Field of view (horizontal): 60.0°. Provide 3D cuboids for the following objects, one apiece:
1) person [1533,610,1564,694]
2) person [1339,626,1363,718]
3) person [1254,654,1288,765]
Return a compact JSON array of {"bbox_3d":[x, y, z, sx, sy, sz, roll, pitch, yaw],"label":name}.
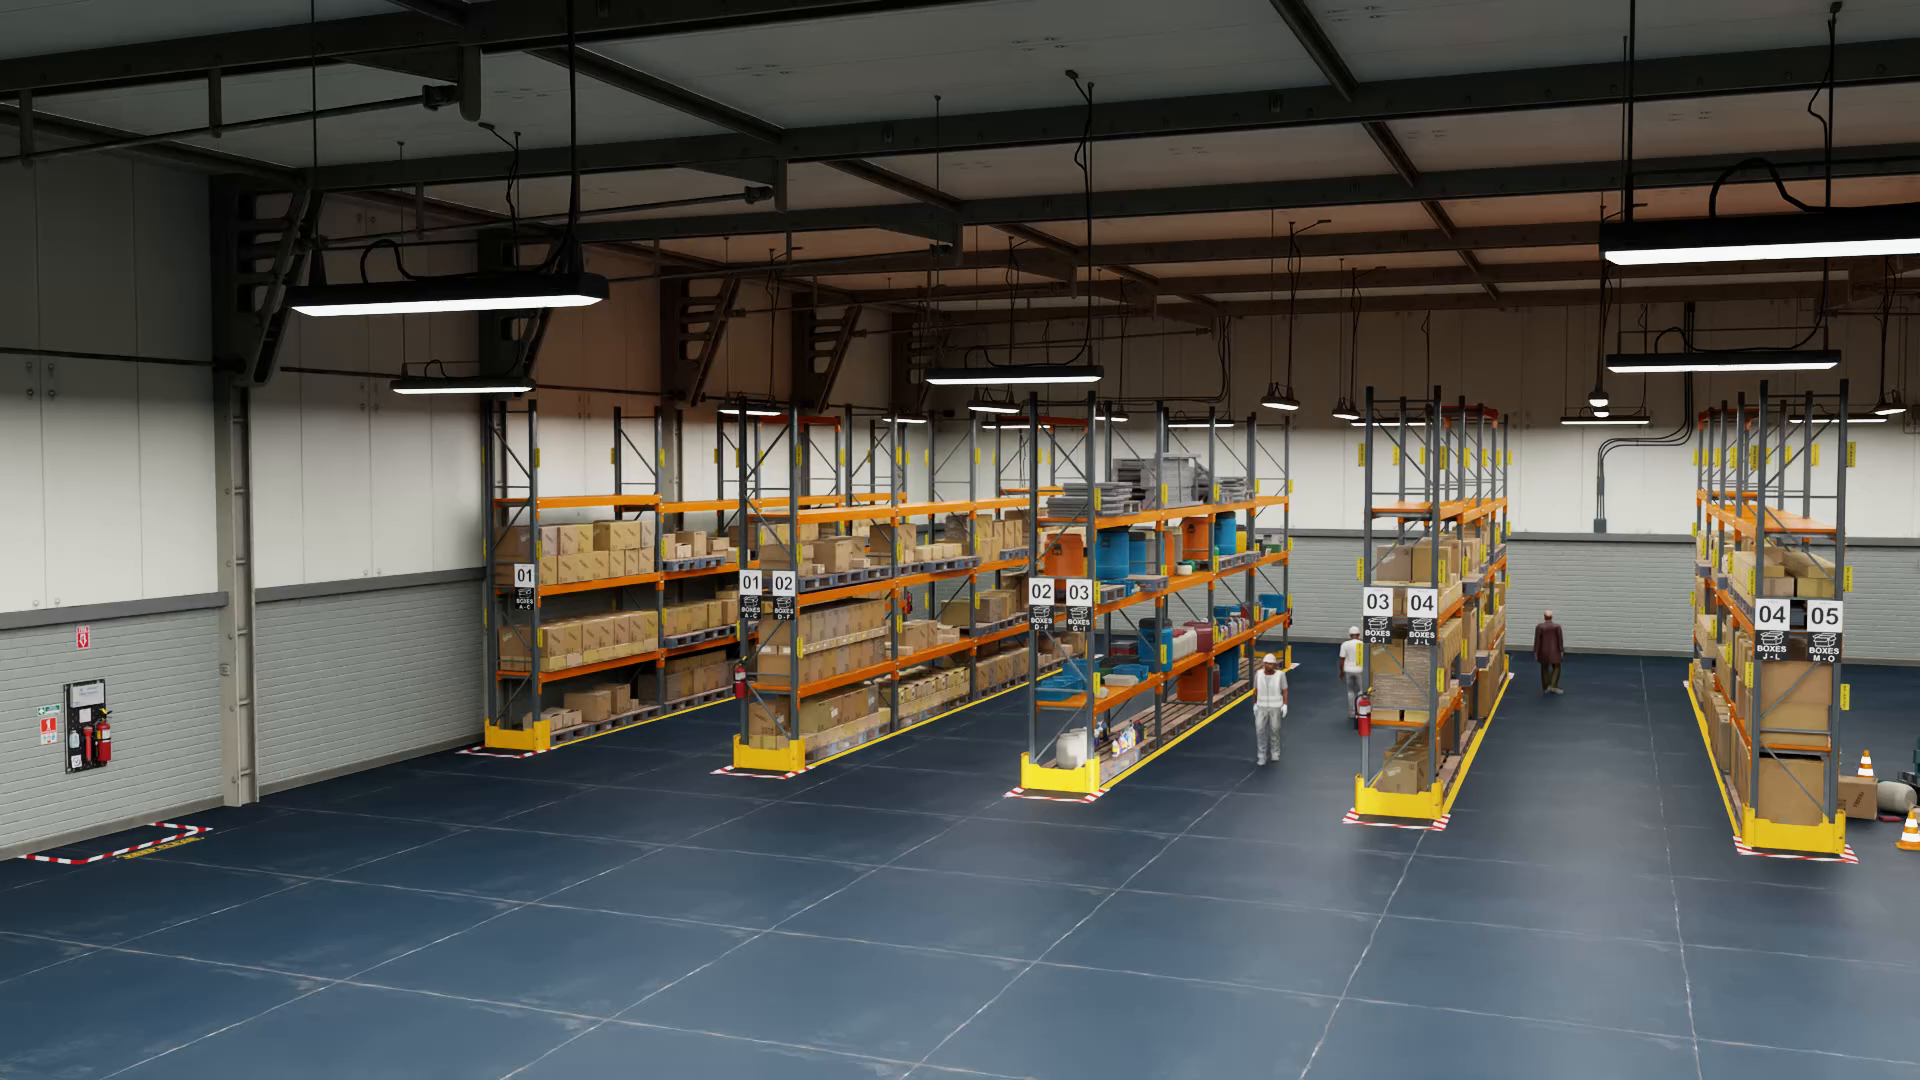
[{"bbox_3d":[12.470,2.382,35.231,0.614,1.776,0.610,1,3,21],"label":"person"},{"bbox_3d":[7.611,2.546,32.051,0.594,1.765,0.548,1,3,23],"label":"person"},{"bbox_3d":[5.097,2.786,27.298,0.603,1.847,0.526,1,3,22],"label":"person"}]
